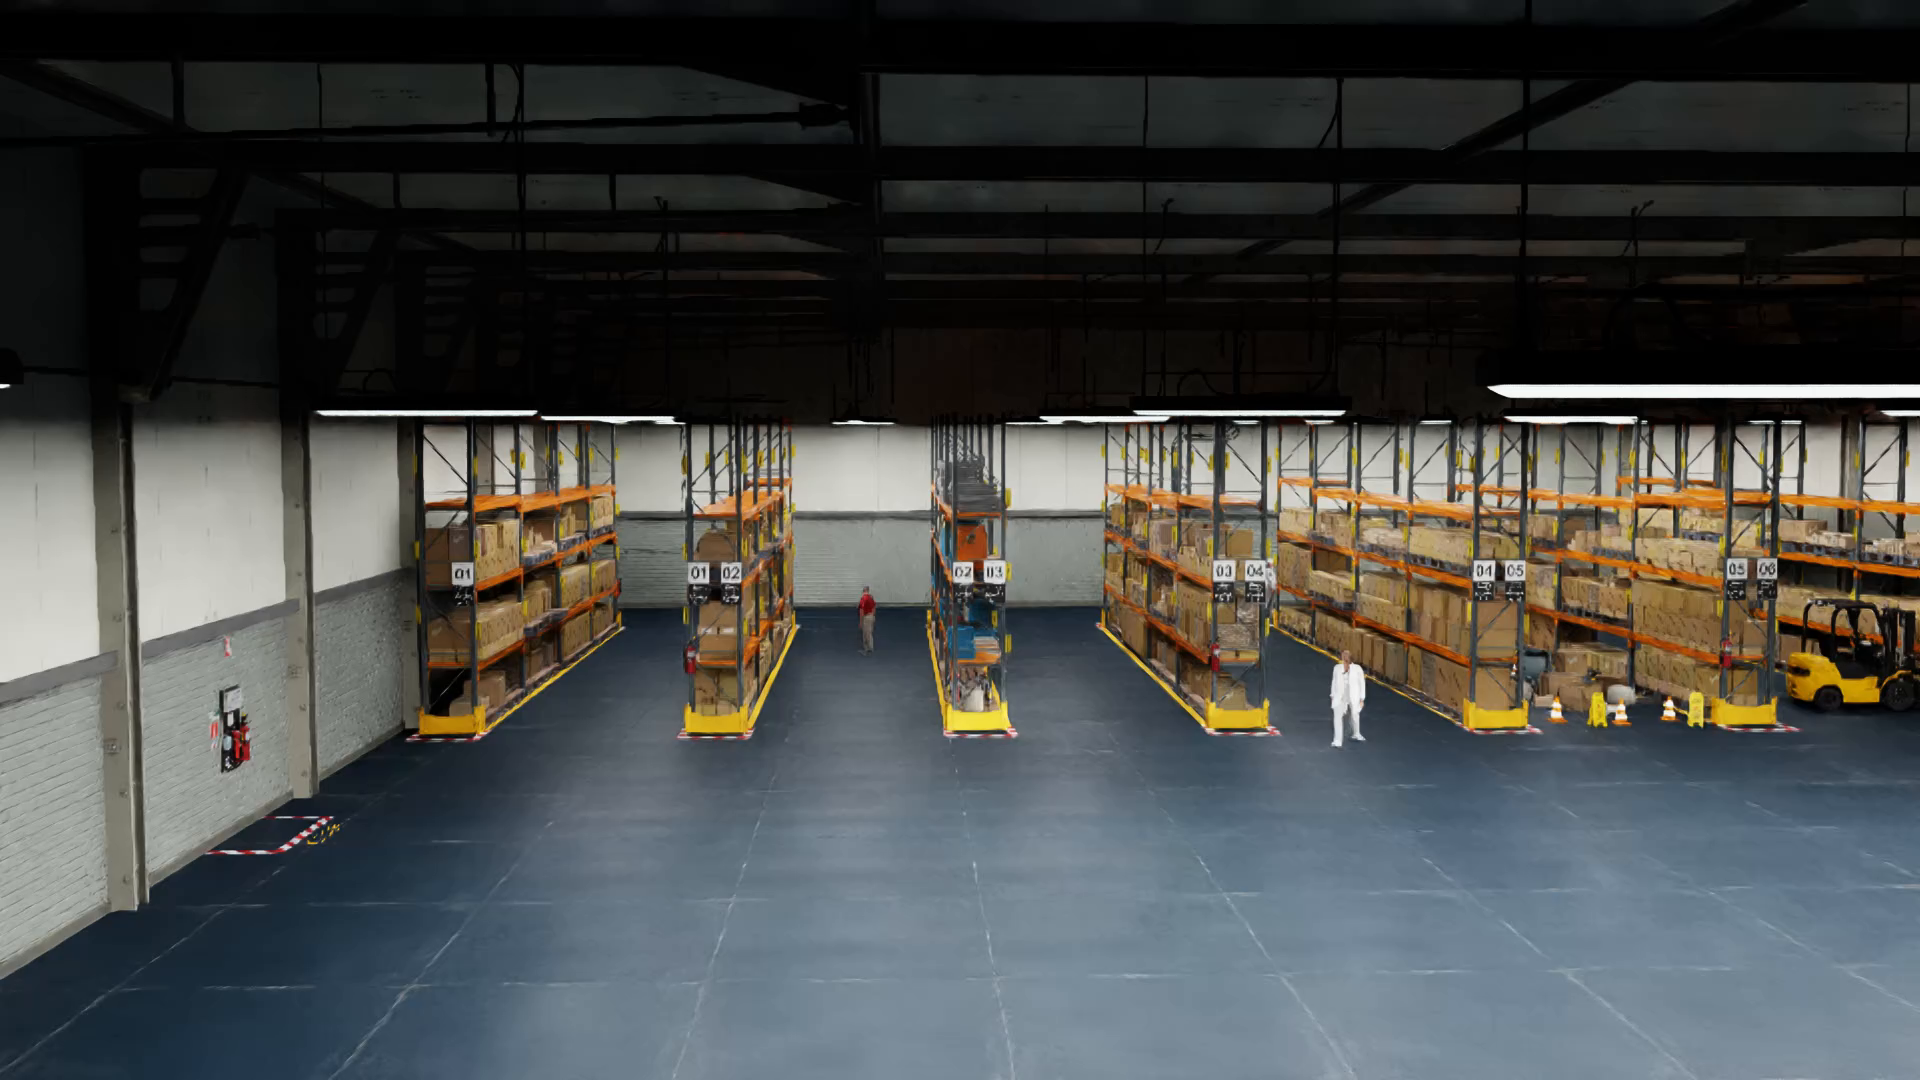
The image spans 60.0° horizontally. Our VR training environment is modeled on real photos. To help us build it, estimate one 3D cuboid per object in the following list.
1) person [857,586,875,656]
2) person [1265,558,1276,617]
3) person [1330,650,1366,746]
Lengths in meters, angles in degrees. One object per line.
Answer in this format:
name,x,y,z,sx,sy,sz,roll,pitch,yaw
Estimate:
person,-2.370,2.010,41.701,0.597,1.721,0.668,2,4,22
person,9.304,1.435,50.035,0.441,1.774,0.690,2,4,28
person,6.972,2.830,29.902,0.634,1.722,1.044,1,4,18
